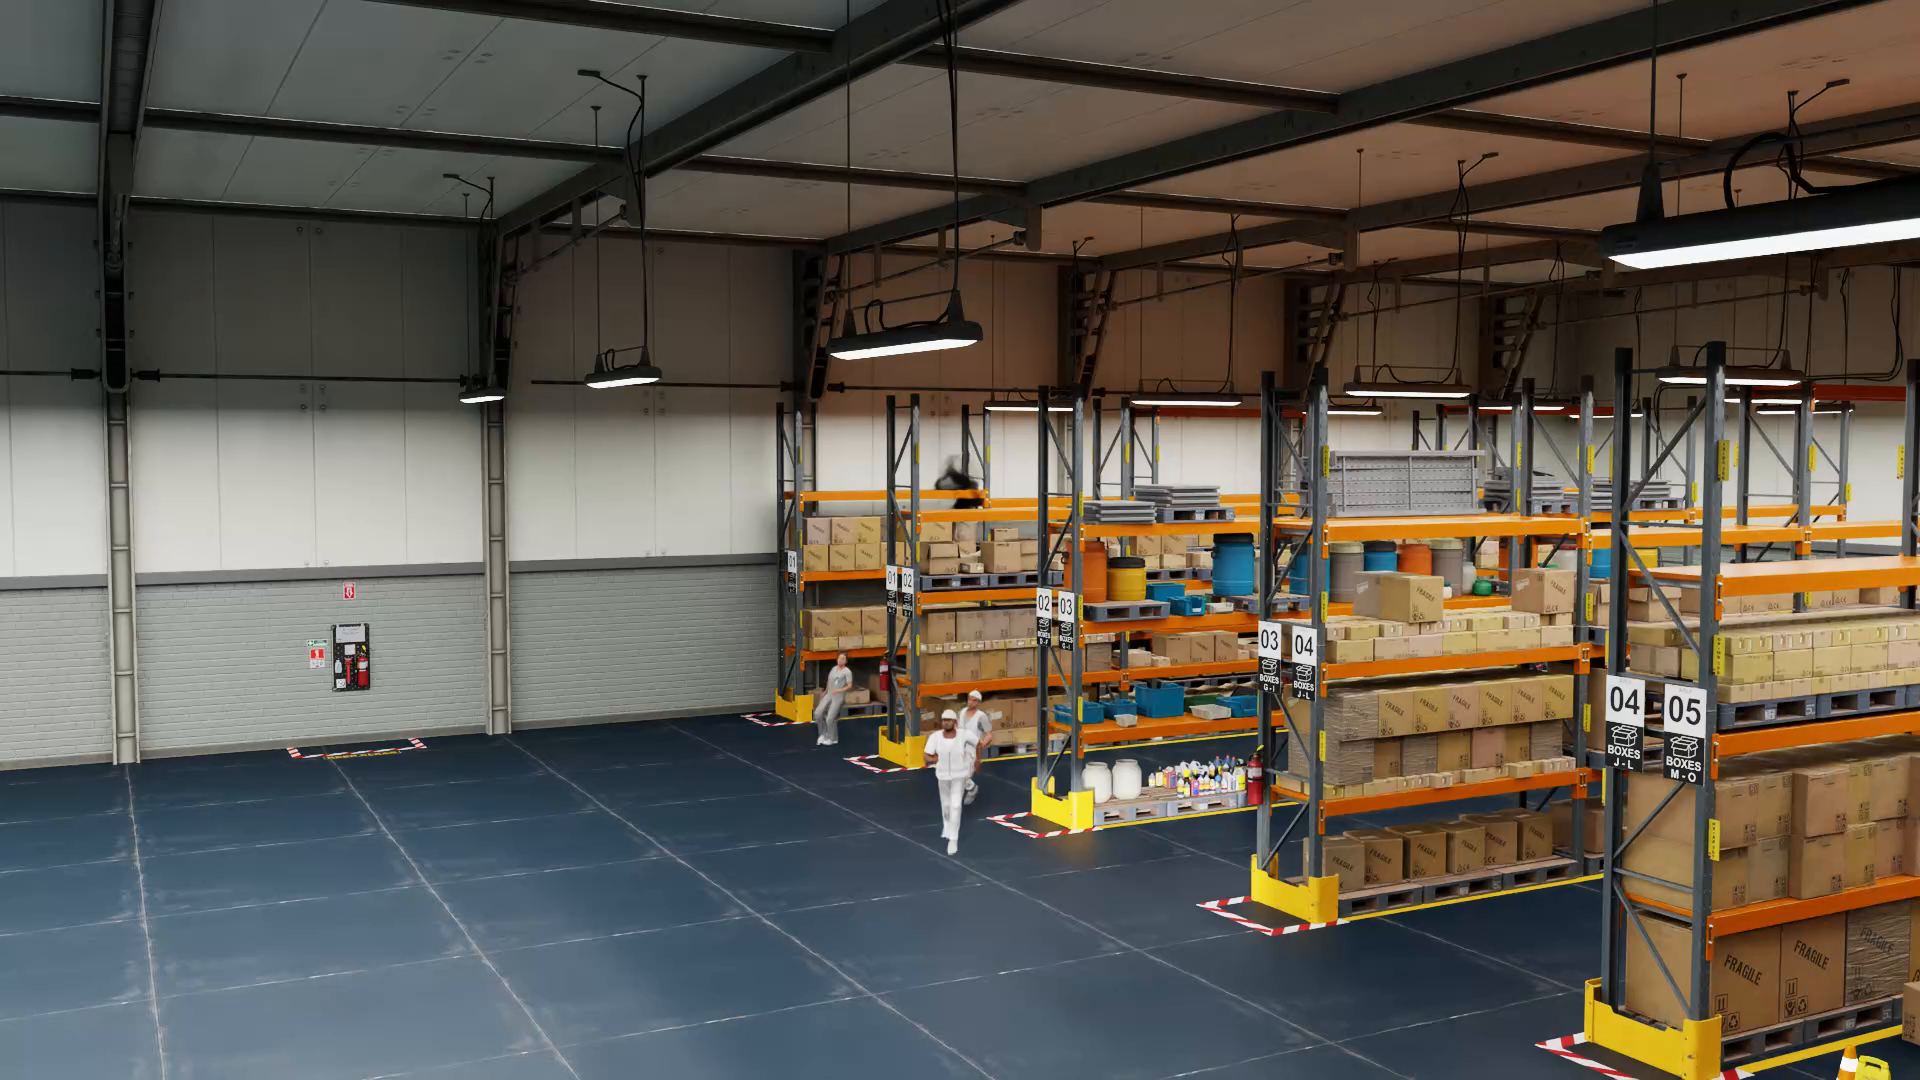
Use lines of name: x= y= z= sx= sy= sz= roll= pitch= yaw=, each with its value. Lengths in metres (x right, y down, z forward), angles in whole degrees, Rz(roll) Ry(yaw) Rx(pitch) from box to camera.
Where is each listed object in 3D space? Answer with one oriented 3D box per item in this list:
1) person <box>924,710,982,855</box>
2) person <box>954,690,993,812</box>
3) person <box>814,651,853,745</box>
person: x=-0.091 y=3.071 z=21.428 sx=0.711 sy=1.813 sz=0.911 roll=1 pitch=3 yaw=12
person: x=0.105 y=2.983 z=23.385 sx=0.718 sy=1.744 sz=0.628 roll=2 pitch=4 yaw=35
person: x=-2.153 y=2.692 z=28.198 sx=0.641 sy=1.605 sz=0.556 roll=3 pitch=4 yaw=40
